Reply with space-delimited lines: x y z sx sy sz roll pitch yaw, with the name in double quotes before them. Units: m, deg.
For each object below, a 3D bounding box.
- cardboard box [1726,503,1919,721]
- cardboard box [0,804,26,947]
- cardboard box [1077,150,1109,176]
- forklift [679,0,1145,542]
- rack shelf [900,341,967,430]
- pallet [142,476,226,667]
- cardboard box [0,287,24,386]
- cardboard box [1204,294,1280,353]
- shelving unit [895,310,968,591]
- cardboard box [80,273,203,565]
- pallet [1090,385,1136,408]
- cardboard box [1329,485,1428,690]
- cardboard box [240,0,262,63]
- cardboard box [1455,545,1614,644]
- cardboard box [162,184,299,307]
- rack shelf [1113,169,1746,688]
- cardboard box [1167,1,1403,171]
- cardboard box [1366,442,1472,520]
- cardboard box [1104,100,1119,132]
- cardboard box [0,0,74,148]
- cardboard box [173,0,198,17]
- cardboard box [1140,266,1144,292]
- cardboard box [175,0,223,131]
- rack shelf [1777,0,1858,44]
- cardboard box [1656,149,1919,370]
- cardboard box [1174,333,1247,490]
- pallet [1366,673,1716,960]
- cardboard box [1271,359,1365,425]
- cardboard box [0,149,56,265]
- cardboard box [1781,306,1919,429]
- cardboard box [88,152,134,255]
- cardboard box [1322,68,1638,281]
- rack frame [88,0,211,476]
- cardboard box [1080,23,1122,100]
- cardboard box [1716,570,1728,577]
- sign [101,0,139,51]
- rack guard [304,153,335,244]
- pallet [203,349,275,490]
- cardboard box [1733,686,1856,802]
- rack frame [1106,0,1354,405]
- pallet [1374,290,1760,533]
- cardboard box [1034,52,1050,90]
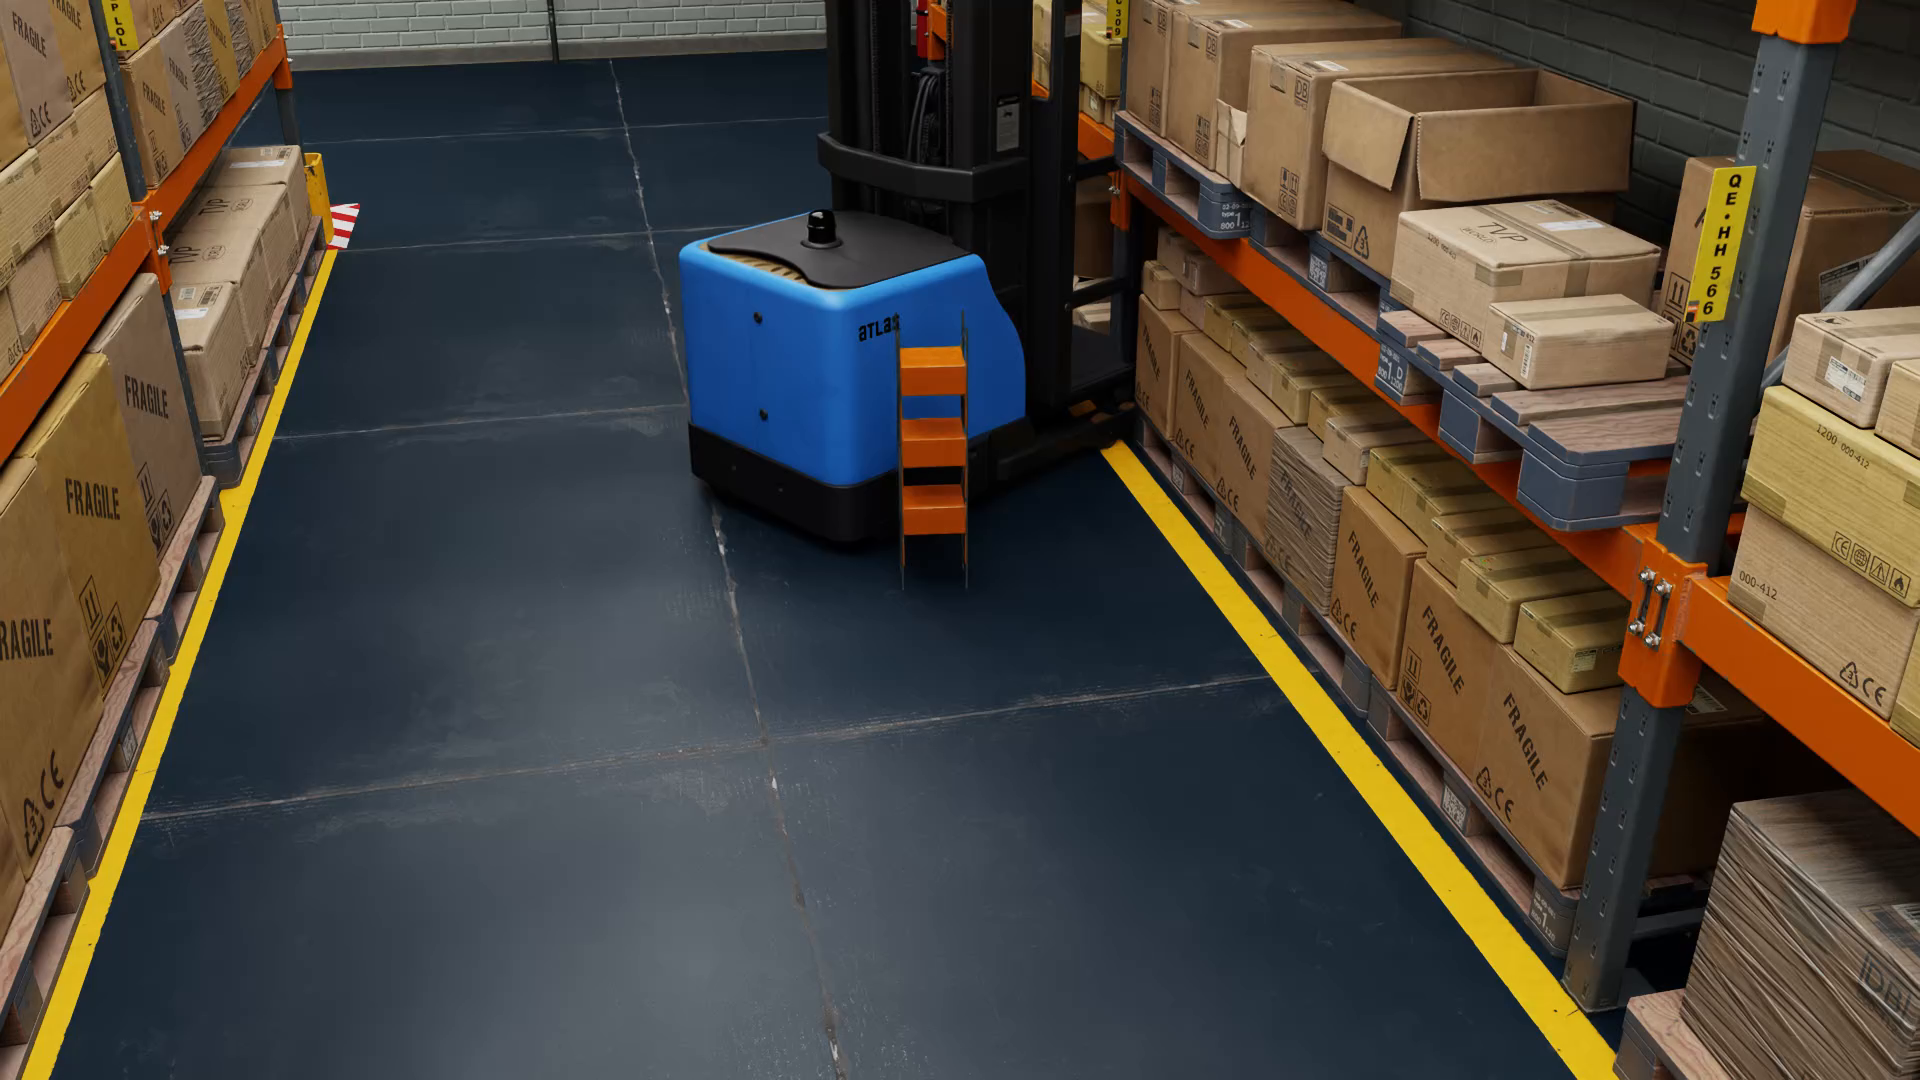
"cardboard box" 1.955 0.104 3.382 0.500 0.250 0.500 -6 27 -11
"cardboard box" -2.817 0.772 3.783 0.875 0.875 0.875 -6 27 -12
"cardboard box" 0.490 -2.109 9.908 0.700 0.500 0.500 -5 27 -9
"forklift" 0.235 -1.866 7.194 1.130 2.935 3.031 24 35 39
"rack shelf" -0.104 -0.568 6.104 0.240 0.259 0.215 -2 27 -4
"pallet" -3.396 0.143 6.233 1.003 0.211 1.213 -6 27 -12
"cardboard box" -2.968 -0.521 4.621 0.500 0.250 0.500 -6 27 -12
"cardboard box" 1.220 -0.890 6.773 0.380 0.149 0.250 -7 28 -14
"shelving unit" -0.104 -0.324 6.227 0.252 1.050 0.215 -2 27 -4
"cardboard box" -3.426 -0.408 6.122 0.875 0.875 0.875 -5 27 -10
"pallet" 1.038 -0.996 8.488 1.003 0.211 1.213 -6 27 -12
"cardboard box" 1.565 0.131 5.469 0.500 0.500 0.500 -5 27 -9
"cardboard box" -4.080 -2.827 8.911 0.500 0.500 0.500 -7 28 -13
"cardboard box" 1.643 0.148 4.716 0.380 0.149 0.250 -7 28 -14
"cardboard box" -4.085 -1.552 8.874 0.875 0.438 0.875 -5 27 -10
"rack shelf" 1.642 -0.740 5.685 1.077 0.370 4.000 -6 27 -12
"cardboard box" 1.199 -1.709 6.229 0.700 0.500 0.500 -6 27 -11
"cardboard box" 1.555 -0.202 5.409 0.380 0.149 0.250 -6 27 -12
"cardboard box" 0.873 -1.941 7.546 0.380 0.149 0.250 -6 27 -11
"cardboard box" -3.175 -1.527 5.226 0.500 0.500 0.500 -5 27 -11
"cardboard box" -3.727 -2.606 7.364 0.500 0.500 0.500 -5 27 -11
"cardboard box" 1.175 -1.358 8.810 0.380 0.149 0.250 -6 27 -12
"cardboard box" -3.710 -2.151 7.571 0.500 0.500 0.500 -6 27 -11
"rack shelf" 2.544 -0.323 1.530 1.077 0.370 4.000 -6 27 -12
"cardboard box" 2.129 -0.657 4.145 0.500 0.500 0.500 -5 27 -9
"cardboard box" 1.211 -0.543 6.804 0.500 0.500 0.500 -6 27 -12
"pallet" 1.961 0.730 5.069 1.003 0.211 1.213 -6 27 -12
"cardboard box" 1.368 -0.549 6.096 0.380 0.149 0.250 -5 27 -10
"cardboard box" -3.065 -0.975 4.965 0.500 0.250 0.500 -5 27 -10
"cardboard box" 1.878 -0.347 3.278 0.380 0.149 0.250 -5 27 -10
"cardboard box" -3.297 -1.195 5.955 0.500 0.250 0.500 -7 28 -13
"cardboard box" 1.545 -1.114 5.048 0.797 0.503 0.637 -7 28 -13
"rack frame" -3.644 -1.433 6.261 1.000 3.000 0.127 -6 27 -12
"cardboard box" 0.839 -2.204 7.623 0.500 0.250 0.500 -5 27 -10
"cardboard box" 2.279 0.195 4.622 0.380 0.149 0.250 -5 27 -9
"sign" -3.117 -1.974 6.135 0.100 0.325 0.005 -6 27 -12
"rack guard" -4.551 -2.084 10.324 1.175 0.500 0.348 -6 27 -12
"pallet" -3.739 -0.530 7.566 1.003 0.211 1.213 -6 27 -12
"cardboard box" 2.271 0.532 4.675 0.500 0.500 0.500 -5 27 -10
"rack frame" 1.191 -1.939 7.262 1.000 3.000 0.127 -6 27 -12
"pallet" 1.872 -0.388 4.402 1.213 0.211 1.003 -6 27 -12
"cardboard box" 0.594 -2.392 8.439 0.380 0.149 0.250 -6 27 -12
